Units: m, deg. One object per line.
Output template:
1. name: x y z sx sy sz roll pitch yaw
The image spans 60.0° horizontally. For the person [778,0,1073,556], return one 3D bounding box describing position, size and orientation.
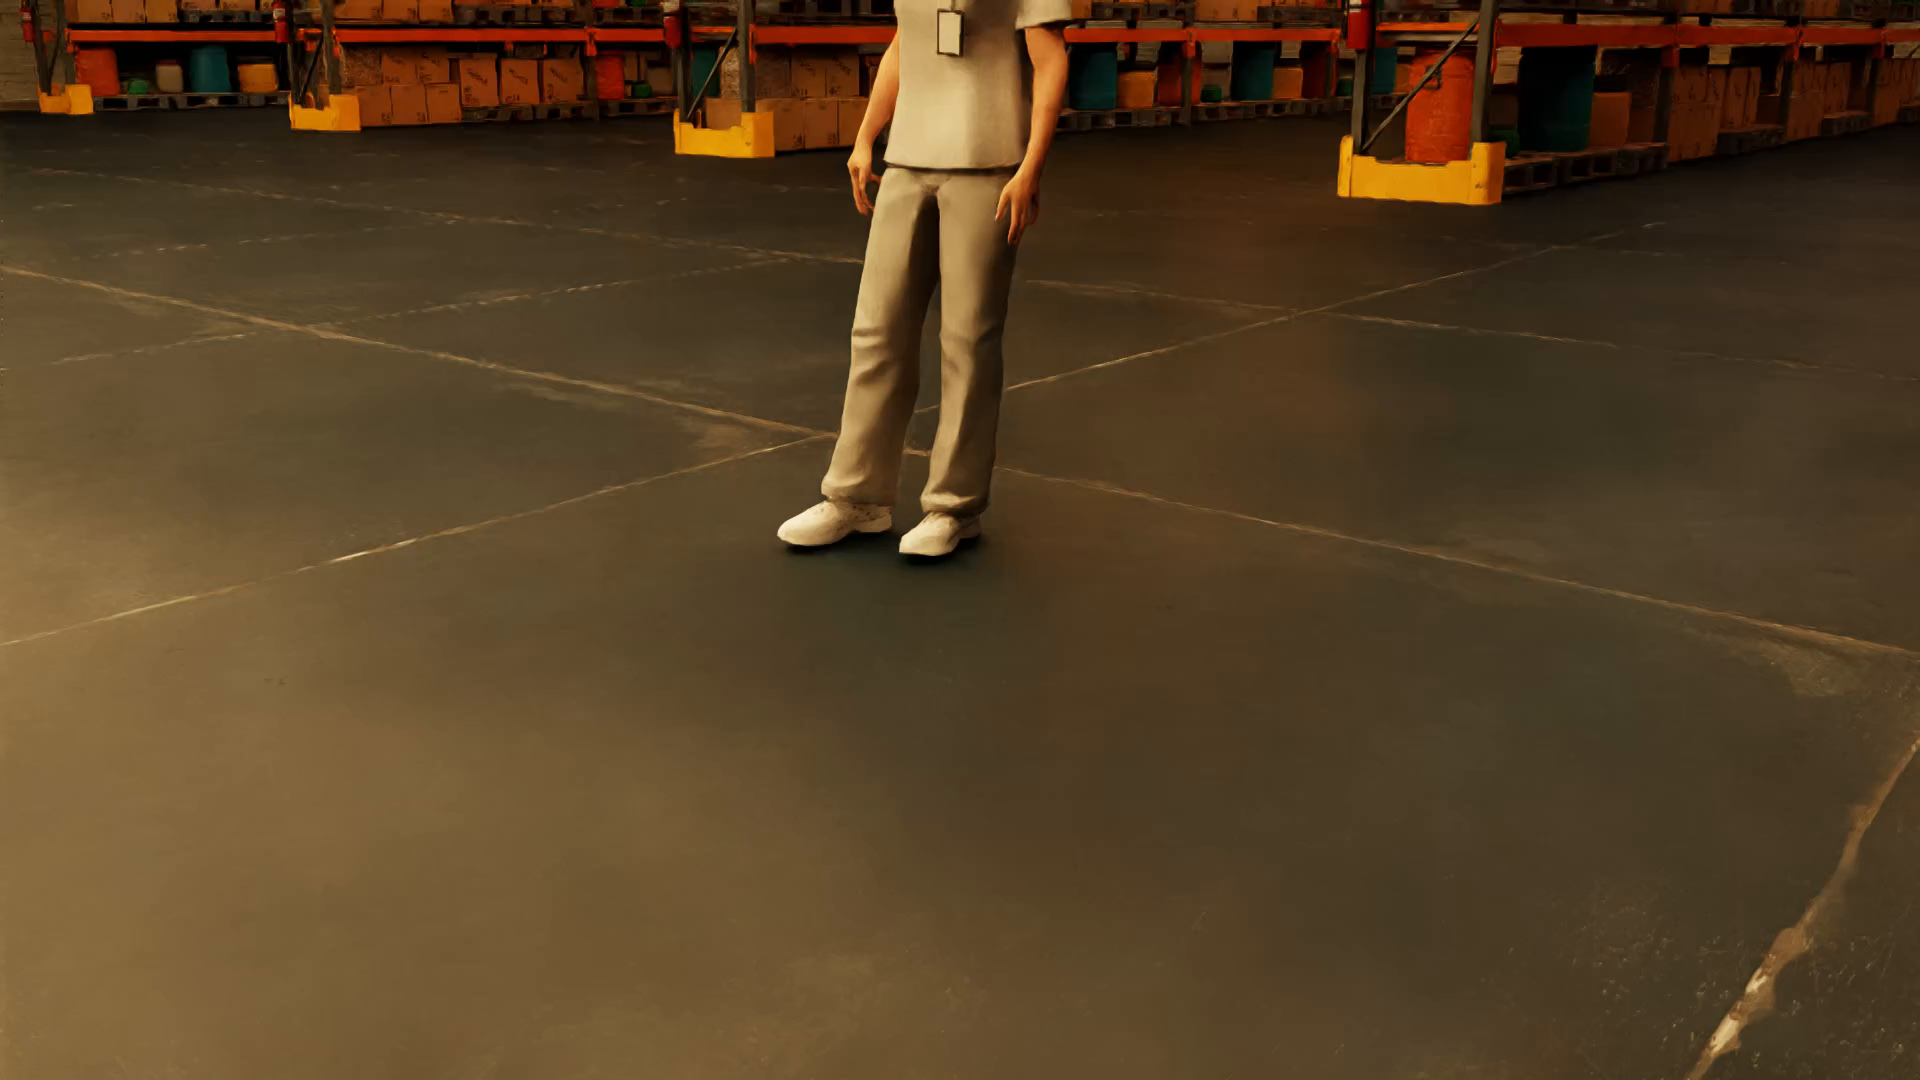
1. person: -0.057 -0.795 3.650 0.550 1.674 0.548 13 21 37
